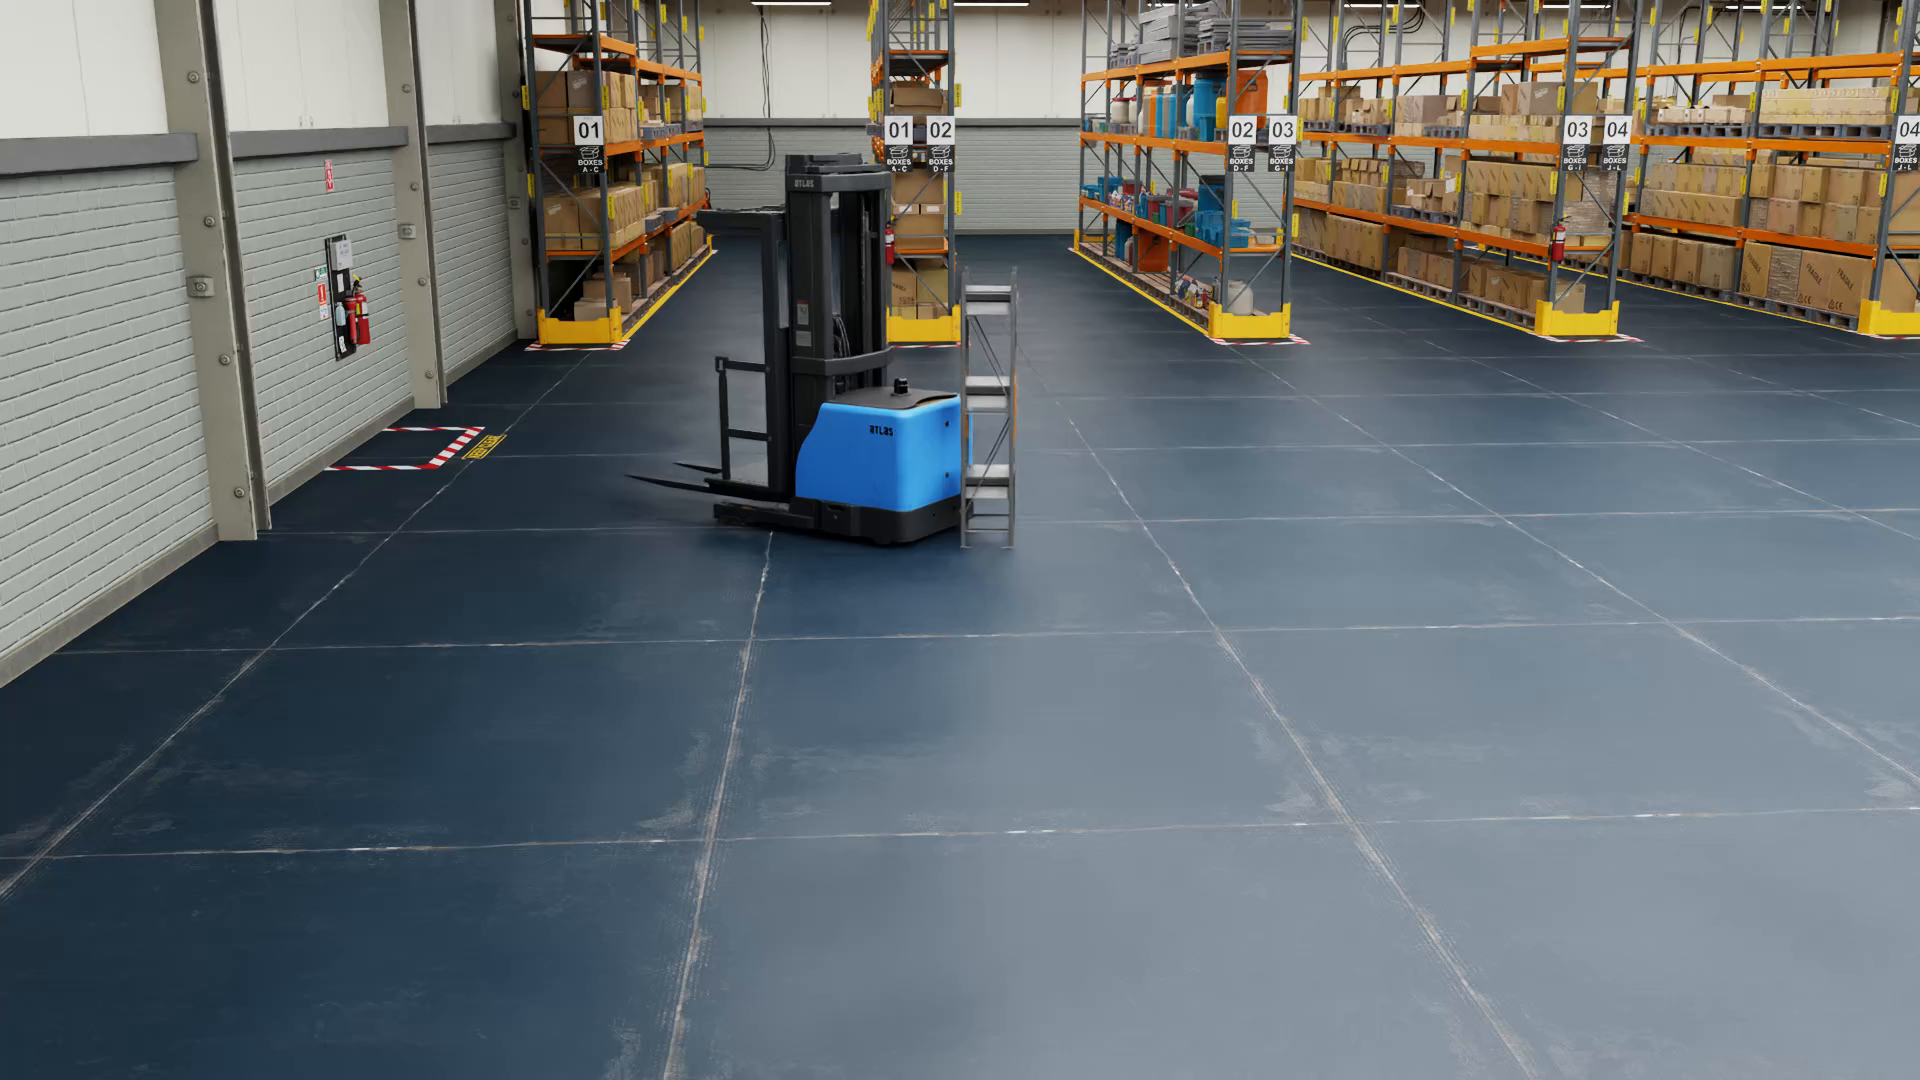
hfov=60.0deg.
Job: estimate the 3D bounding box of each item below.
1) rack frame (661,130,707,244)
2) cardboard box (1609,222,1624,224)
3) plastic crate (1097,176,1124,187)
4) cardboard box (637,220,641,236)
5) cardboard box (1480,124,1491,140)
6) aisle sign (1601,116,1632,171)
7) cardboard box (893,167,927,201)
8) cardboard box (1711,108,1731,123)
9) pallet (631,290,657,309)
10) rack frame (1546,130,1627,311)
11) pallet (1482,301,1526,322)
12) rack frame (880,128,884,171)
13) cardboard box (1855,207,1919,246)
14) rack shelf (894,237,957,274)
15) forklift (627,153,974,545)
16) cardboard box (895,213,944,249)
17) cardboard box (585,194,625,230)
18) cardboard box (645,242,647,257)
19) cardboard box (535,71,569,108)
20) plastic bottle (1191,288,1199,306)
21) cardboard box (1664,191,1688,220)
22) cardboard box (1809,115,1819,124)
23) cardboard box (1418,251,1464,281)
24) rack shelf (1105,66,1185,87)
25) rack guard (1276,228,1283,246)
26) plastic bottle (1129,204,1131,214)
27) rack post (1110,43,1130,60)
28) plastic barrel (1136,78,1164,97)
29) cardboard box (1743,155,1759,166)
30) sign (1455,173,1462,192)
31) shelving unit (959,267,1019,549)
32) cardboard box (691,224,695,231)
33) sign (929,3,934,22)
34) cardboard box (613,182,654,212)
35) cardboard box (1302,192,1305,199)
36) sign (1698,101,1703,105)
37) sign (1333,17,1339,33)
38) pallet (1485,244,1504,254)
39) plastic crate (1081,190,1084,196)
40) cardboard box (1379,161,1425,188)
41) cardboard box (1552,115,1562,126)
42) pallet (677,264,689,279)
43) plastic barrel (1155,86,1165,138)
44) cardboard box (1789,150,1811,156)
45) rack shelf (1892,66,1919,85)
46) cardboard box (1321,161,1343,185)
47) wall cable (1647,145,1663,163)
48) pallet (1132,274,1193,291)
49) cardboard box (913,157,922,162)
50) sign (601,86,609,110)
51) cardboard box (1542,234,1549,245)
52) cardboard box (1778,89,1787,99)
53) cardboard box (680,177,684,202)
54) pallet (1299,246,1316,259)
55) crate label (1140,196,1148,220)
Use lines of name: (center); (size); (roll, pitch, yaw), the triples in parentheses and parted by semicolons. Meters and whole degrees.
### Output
rack frame: (-6.518, -8.303, 39.275); (1.000, 3.000, 0.127); (-1, 14, -3)
cardboard box: (13.835, -6.635, 35.464); (0.500, 0.250, 0.500); (0, 14, -1)
plastic crate: (3.577, -8.421, 39.545); (0.616, 0.435, 0.499); (-1, 14, -3)
cardboard box: (-5.420, -5.018, 26.771); (0.500, 0.250, 0.500); (-1, 14, -3)
cardboard box: (8.867, -6.680, 27.251); (0.500, 0.250, 0.500); (-1, 14, -4)
aisle sign: (9.608, -5.801, 24.335); (0.394, 0.787, 0.004); (-1, 14, -3)
cardboard box: (-0.641, -5.338, 24.948); (0.700, 0.500, 0.500); (-1, 14, -5)
cardboard box: (13.717, -7.535, 29.528); (0.500, 0.250, 0.500); (-1, 14, -4)
pallet: (-5.825, -4.161, 28.776); (1.003, 0.211, 1.213); (-1, 14, -3)
rack frame: (9.304, -4.553, 24.701); (1.000, 3.000, 0.127); (-1, 14, -3)
pallet: (9.212, -3.726, 27.086); (1.003, 0.211, 1.213); (-1, 14, -3)
rack frame: (-0.831, -5.396, 27.977); (1.000, 3.000, 0.127); (-1, 14, -3)
cardboard box: (14.193, -4.768, 25.238); (0.875, 0.550, 0.550); (-1, 14, -3)
rack shelf: (-0.707, -4.550, 26.133); (1.077, 0.370, 4.000); (-1, 14, -3)
forklift: (-1.409, -1.632, 13.488); (3.031, 2.935, 1.130); (9, 17, 31)
cardboard box: (-0.599, -4.565, 24.550); (0.700, 0.500, 0.500); (-1, 14, -3)
cardboard box: (-5.277, -4.870, 24.690); (0.500, 0.500, 0.500); (-1, 14, -3)
cardboard box: (-5.917, -5.230, 29.961); (0.500, 0.250, 0.500); (-1, 14, -4)
cardboard box: (-5.815, -6.422, 23.697); (0.500, 0.500, 0.500); (0, 14, -1)
plastic bottle: (3.813, -3.918, 26.817); (0.152, 0.276, 0.135); (-1, 14, -5)
cardboard box: (13.589, -6.275, 31.193); (0.500, 0.500, 0.500); (-1, 14, -3)
cardboard box: (13.791, -6.708, 26.518); (0.380, 0.149, 0.250); (-1, 14, -3)
cardboard box: (8.959, -5.100, 30.961); (0.700, 0.500, 0.500); (0, 14, 1)
rack shelf: (3.741, -9.327, 33.462); (1.077, 0.370, 4.000); (-1, 14, -3)
rack guard: (8.312, -7.327, 40.502); (1.175, 0.500, 0.348); (-1, 14, -3)
plastic bottle: (3.405, -6.574, 32.957); (0.097, 0.201, 0.097); (0, 14, 0)
rack post: (3.638, -10.119, 34.449); (0.937, 0.300, 0.954); (-1, 14, -4)
plastic barrel: (3.876, -8.937, 33.874); (0.600, 0.901, 0.708); (-1, 14, -3)
cardboard box: (18.124, -8.462, 37.688); (0.500, 0.500, 0.500); (-1, 14, -4)
sign: (8.503, -6.099, 28.387); (0.100, 0.325, 0.005); (-1, 14, -3)
shelving unit: (0.221, -1.011, 12.742); (0.431, 2.100, 0.503); (1, 14, 3)
cardboard box: (-6.054, -6.890, 36.658); (0.380, 0.149, 0.250); (0, 14, -2)
sign: (-0.525, -9.834, 30.996); (0.100, 0.325, 0.005); (-1, 14, -3)
cardboard box: (-5.884, -6.148, 29.819); (0.700, 0.500, 0.500); (-1, 14, -3)
cardboard box: (8.102, -7.934, 38.349); (0.380, 0.149, 0.250); (-1, 14, -5)
sign: (14.320, -8.342, 32.211); (0.100, 0.325, 0.005); (-1, 14, -3)
sign: (8.005, -10.969, 35.407); (0.100, 0.325, 0.005); (-1, 14, -3)
pallet: (13.289, -7.011, 39.853); (1.003, 0.211, 1.213); (-1, 14, -3)
plastic crate: (2.994, -8.209, 39.322); (0.250, 0.136, 0.298); (-1, 14, -3)
cardboard box: (8.780, -7.259, 33.004); (0.797, 0.503, 0.637); (0, 14, -2)
cardboard box: (8.976, -6.190, 24.546); (0.380, 0.149, 0.250); (-1, 14, -3)
pallet: (-6.069, -5.462, 33.833); (1.003, 0.211, 1.213); (-1, 14, -3)
plastic barrel: (3.784, -7.615, 29.577); (0.600, 0.901, 0.708); (-1, 14, -3)
cardboard box: (18.691, -8.619, 36.998); (0.380, 0.149, 0.250); (-1, 14, -4)
rack shelf: (18.824, -8.561, 30.487); (1.077, 0.370, 4.000); (-1, 14, -3)
cardboard box: (8.265, -8.082, 36.617); (0.500, 0.500, 0.500); (0, 14, -2)
wall cable: (19.246, -10.604, 46.180); (0.588, 1.984, 0.122); (-1, 14, -3)
pallet: (3.875, -4.922, 31.733); (1.003, 0.211, 1.213); (-1, 14, -3)
cardboard box: (-1.075, -8.039, 36.045); (0.500, 0.500, 0.500); (-1, 14, -2)
sign: (-4.986, -6.208, 23.360); (0.100, 0.325, 0.005); (-1, 14, -3)
cardboard box: (9.066, -4.561, 25.237); (0.380, 0.149, 0.250); (-1, 14, -3)
cardboard box: (13.729, -7.346, 27.397); (0.380, 0.149, 0.250); (-1, 14, -4)
cardboard box: (-5.926, -7.147, 33.947); (0.500, 0.500, 0.500); (-1, 14, -3)
pallet: (8.513, -6.681, 38.570); (1.003, 0.211, 1.213); (-1, 14, -3)
crate label: (3.657, -6.232, 31.156); (0.502, 0.435, 0.616); (-1, 14, -3)
